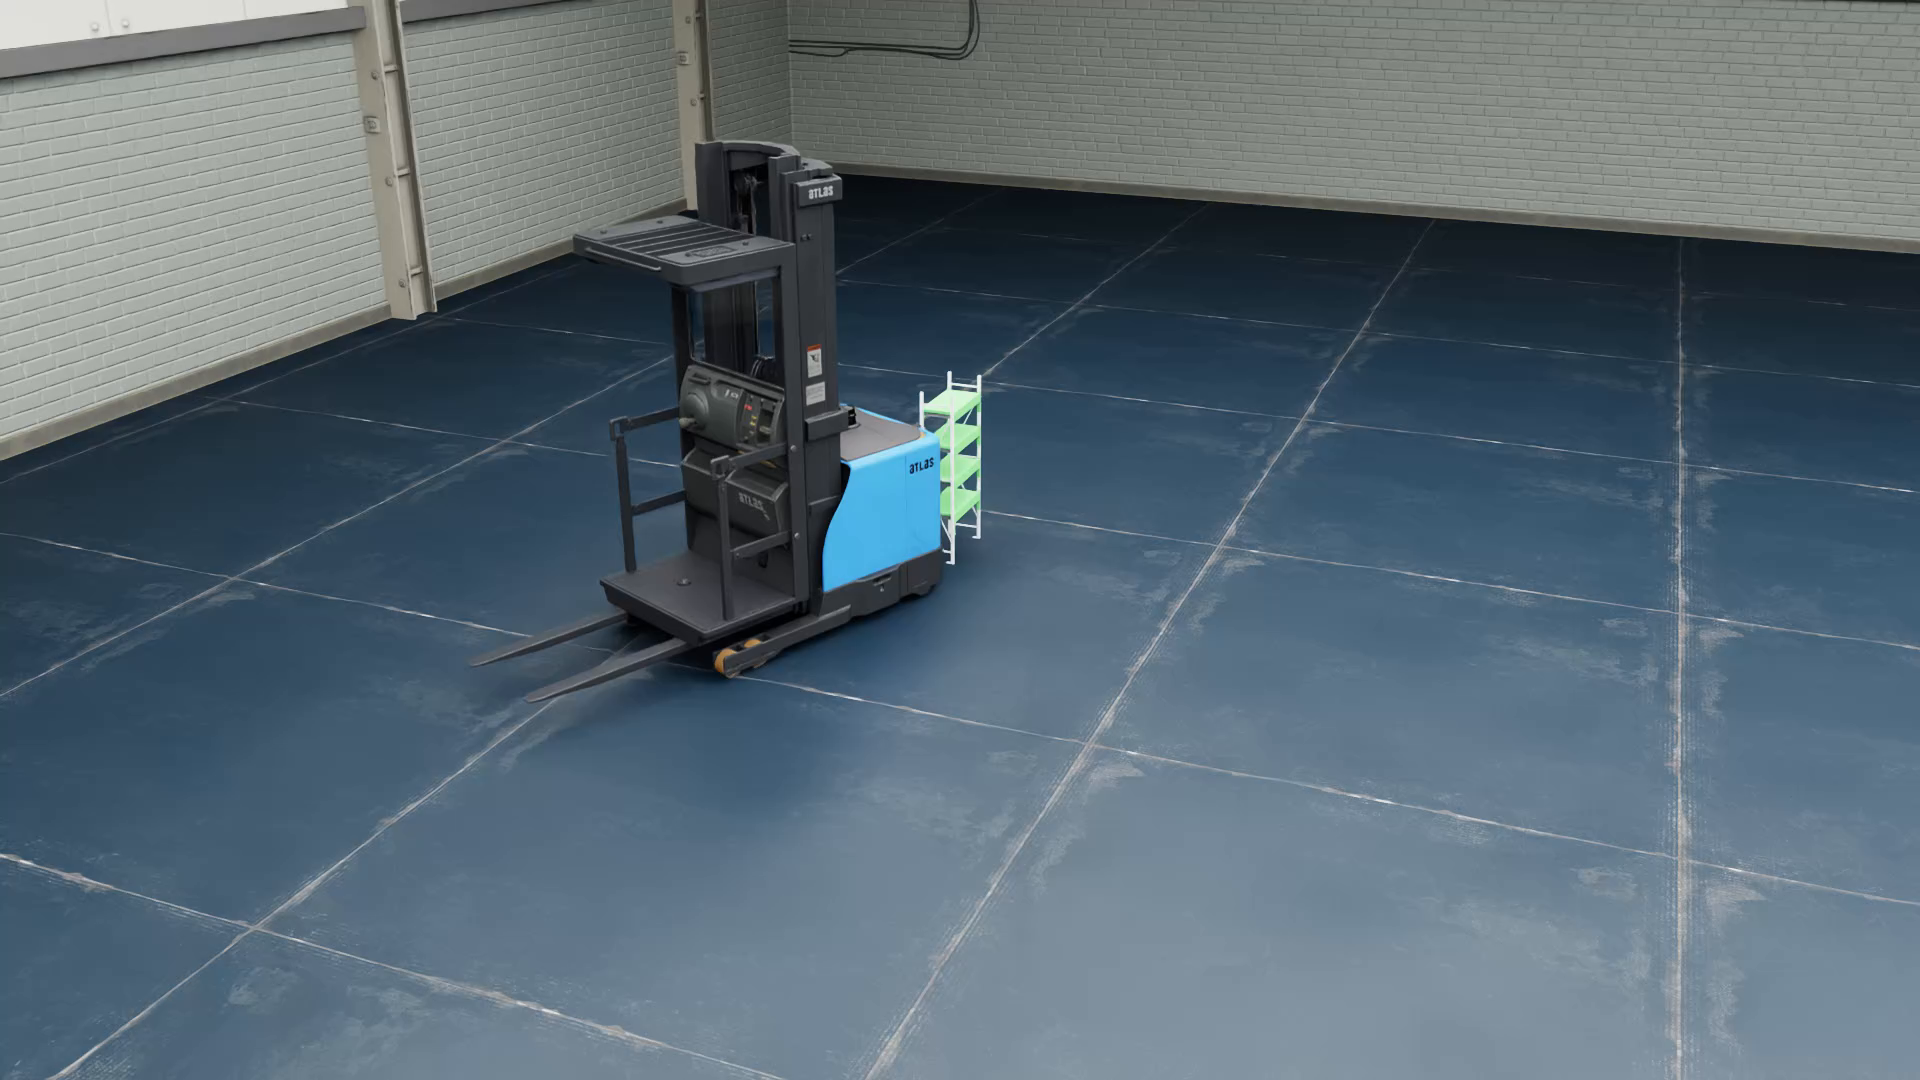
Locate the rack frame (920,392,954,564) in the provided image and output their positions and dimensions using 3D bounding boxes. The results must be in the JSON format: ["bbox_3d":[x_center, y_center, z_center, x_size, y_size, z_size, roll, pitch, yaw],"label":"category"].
[{"bbox_3d":[-0.152,-0.407,11.168,0.240,1.200,0.015,9,24,20],"label":"rack frame"}]

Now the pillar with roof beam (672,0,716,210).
[{"bbox_3d":[0.504,-8.049,19.344,9.100,9.000,0.400,9,24,20],"label":"pillar with roof beam"}]

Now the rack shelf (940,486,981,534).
[{"bbox_3d":[-0.061,-0.214,11.494,0.258,0.148,0.480,9,24,20],"label":"rack shelf"}]

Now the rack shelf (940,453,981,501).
[{"bbox_3d":[-0.061,-0.435,11.402,0.258,0.148,0.480,9,24,20],"label":"rack shelf"}]

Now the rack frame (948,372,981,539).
[{"bbox_3d":[0.029,-0.582,11.586,0.240,1.200,0.015,9,24,20],"label":"rack frame"}]

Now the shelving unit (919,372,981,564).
[{"bbox_3d":[-0.061,-0.494,11.377,0.258,1.200,0.503,9,24,20],"label":"shelving unit"}]

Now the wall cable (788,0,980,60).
[{"bbox_3d":[-1.171,-8.097,23.489,3.097,2.526,0.112,9,24,20],"label":"wall cable"}]

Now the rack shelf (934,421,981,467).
[{"bbox_3d":[-0.061,-0.657,11.309,0.258,0.148,0.480,9,24,20],"label":"rack shelf"}]

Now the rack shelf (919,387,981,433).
[{"bbox_3d":[-0.061,-0.878,11.217,0.258,0.148,0.480,9,24,20],"label":"rack shelf"}]

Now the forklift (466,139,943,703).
[{"bbox_3d":[-1.512,-0.765,9.778,3.031,2.935,1.130,-21,31,-41],"label":"forklift"}]

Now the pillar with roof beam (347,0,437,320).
[{"bbox_3d":[-1.724,-5.902,14.204,9.100,9.000,0.400,9,24,20],"label":"pillar with roof beam"}]
